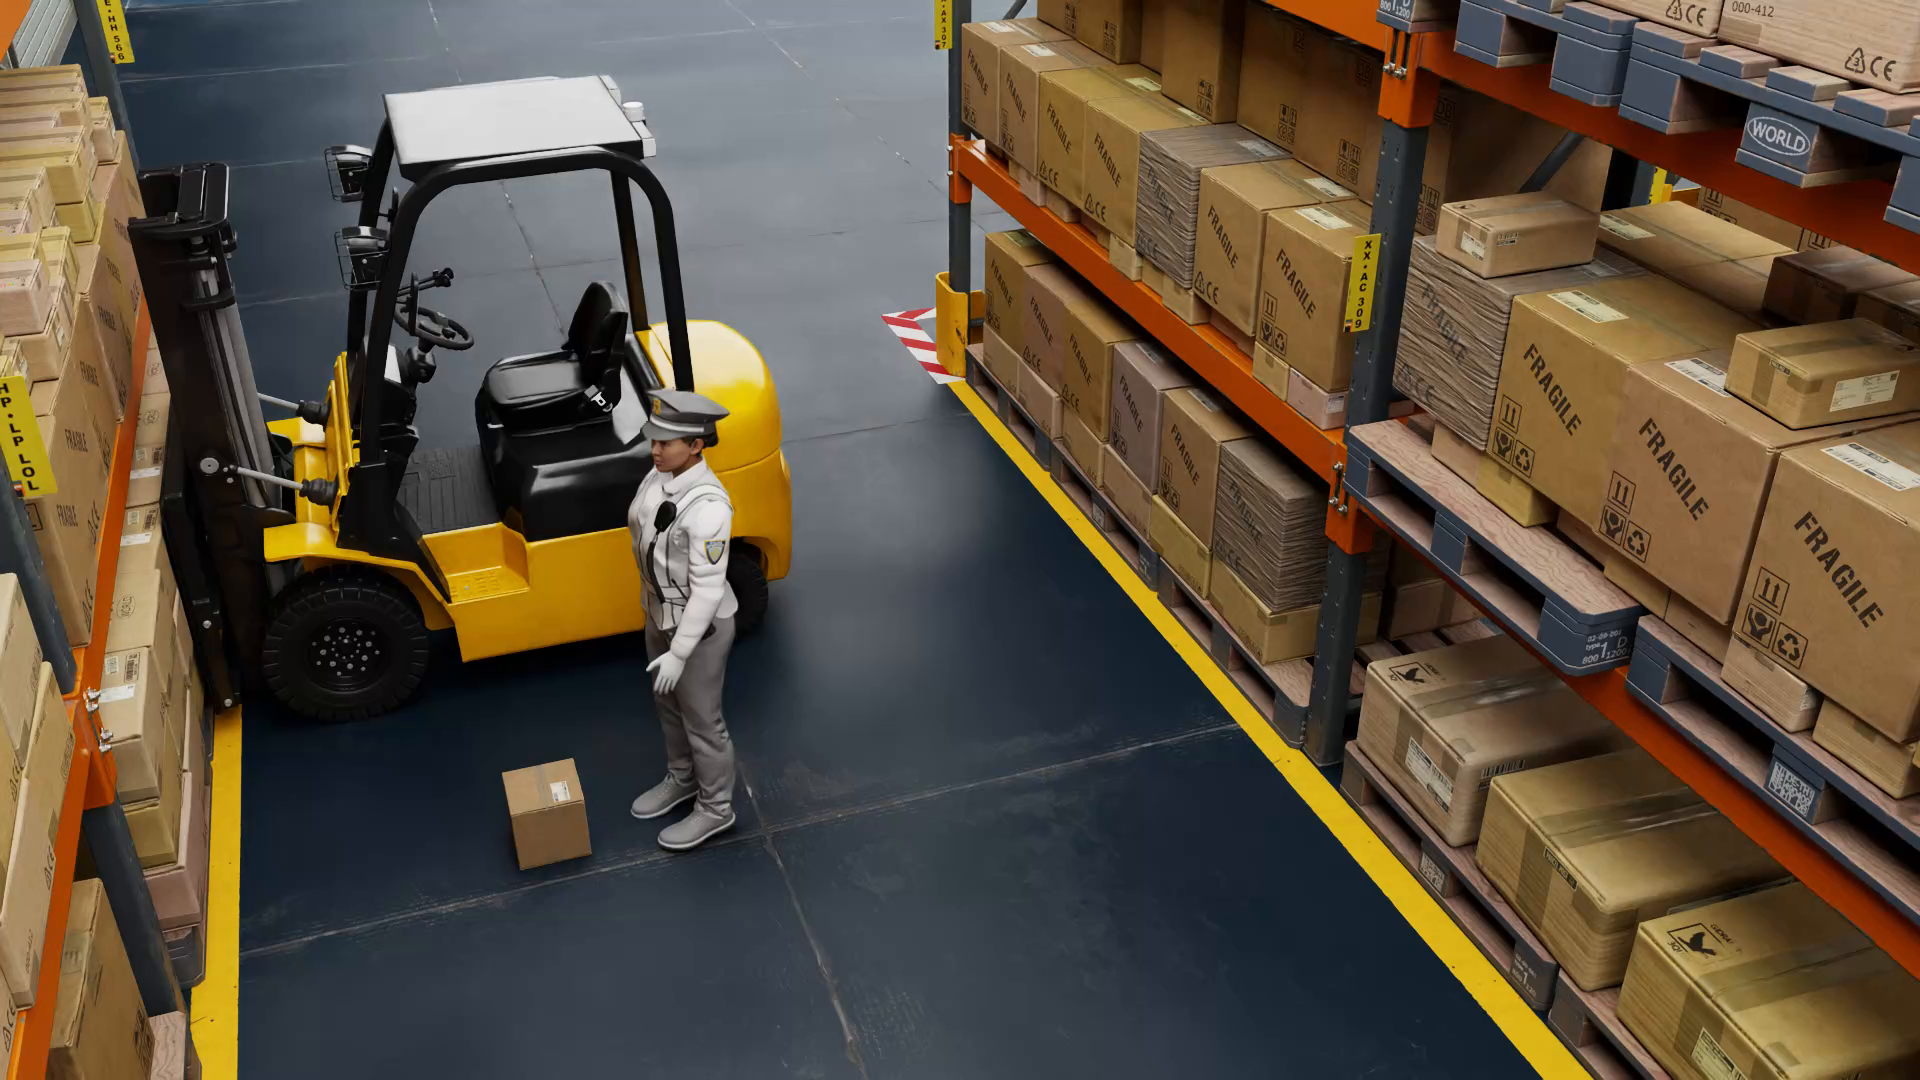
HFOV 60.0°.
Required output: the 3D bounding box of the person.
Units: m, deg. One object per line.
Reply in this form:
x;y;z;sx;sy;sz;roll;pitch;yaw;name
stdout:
-0.932;0.284;5.576;0.421;1.713;0.509;-15;33;-24;person
